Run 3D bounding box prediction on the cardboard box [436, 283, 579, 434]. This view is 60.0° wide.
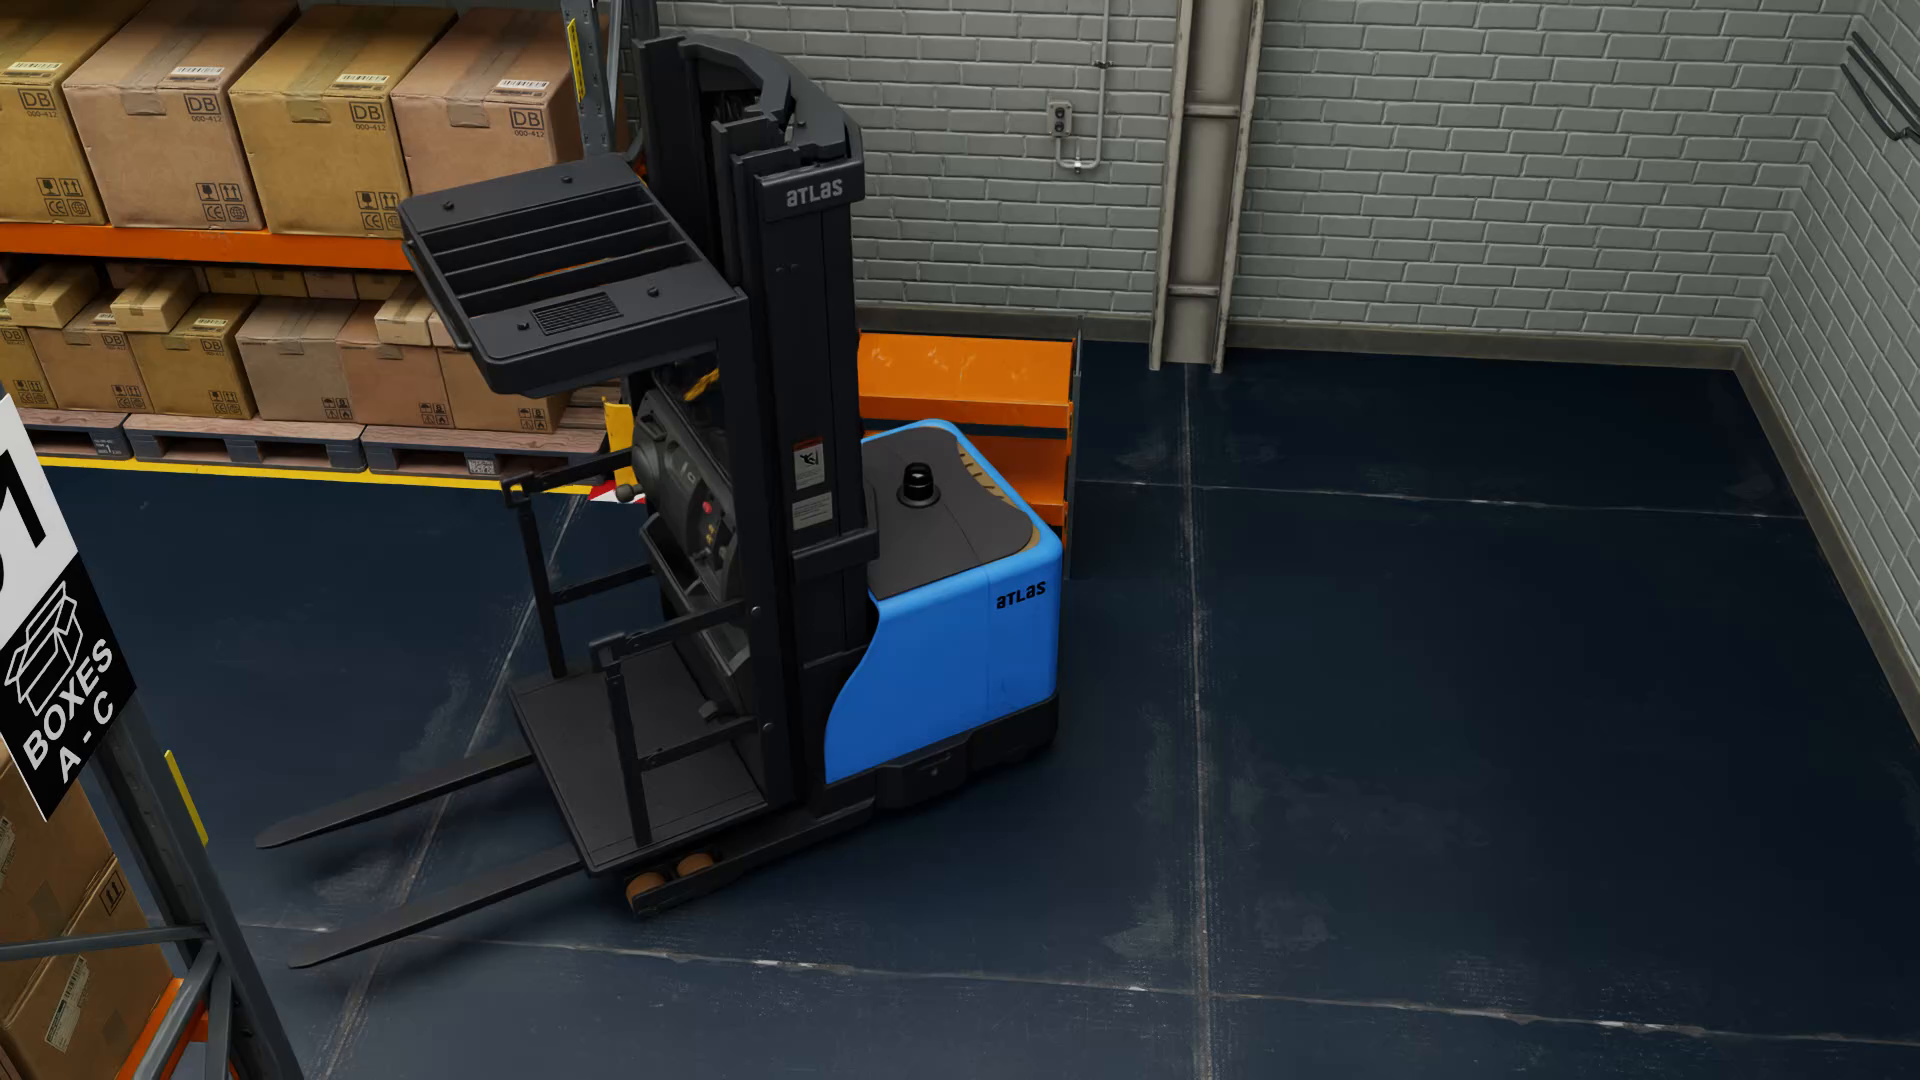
[{"bbox_3d":[-2.228,-0.948,8.357,0.500,0.500,0.700,3,39,4],"label":"cardboard box"}]

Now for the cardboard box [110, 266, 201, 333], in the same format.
[{"bbox_3d":[-3.925,-1.175,8.122,0.250,0.149,0.380,2,39,3],"label":"cardboard box"}]

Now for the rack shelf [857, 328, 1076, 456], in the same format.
[{"bbox_3d":[0.007,-0.663,7.380,1.000,0.278,0.538,3,39,4],"label":"rack shelf"}]

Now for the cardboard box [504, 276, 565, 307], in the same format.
[{"bbox_3d":[-2.086,-1.319,8.298,0.250,0.149,0.380,3,39,4],"label":"cardboard box"}]

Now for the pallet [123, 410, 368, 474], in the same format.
[{"bbox_3d":[-3.537,-0.760,8.687,1.213,0.211,1.003,3,39,4],"label":"pallet"}]

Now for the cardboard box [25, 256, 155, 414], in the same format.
[{"bbox_3d":[-4.271,-1.056,8.489,0.500,0.500,0.700,3,39,3],"label":"cardboard box"}]

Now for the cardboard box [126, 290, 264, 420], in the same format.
[{"bbox_3d":[-3.760,-1.027,8.453,0.500,0.500,0.700,4,39,5],"label":"cardboard box"}]

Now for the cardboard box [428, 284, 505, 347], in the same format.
[{"bbox_3d":[-2.372,-1.092,8.020,0.250,0.149,0.380,3,39,3],"label":"cardboard box"}]

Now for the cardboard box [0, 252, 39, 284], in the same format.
[{"bbox_3d":[-4.898,-1.470,8.484,0.250,0.149,0.380,3,39,4],"label":"cardboard box"}]

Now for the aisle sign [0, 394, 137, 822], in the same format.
[{"bbox_3d":[-1.852,0.147,3.304,0.004,0.787,0.394,3,39,4],"label":"aisle sign"}]

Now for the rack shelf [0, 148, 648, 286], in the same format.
[{"bbox_3d":[-3.515,-1.609,8.091,4.000,0.370,1.077,3,39,4],"label":"rack shelf"}]

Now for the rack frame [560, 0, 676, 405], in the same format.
[{"bbox_3d":[-1.522,-1.779,7.730,0.127,3.000,1.000,3,39,4],"label":"rack frame"}]

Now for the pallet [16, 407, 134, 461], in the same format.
[{"bbox_3d":[-4.756,-0.825,8.767,1.213,0.211,1.003,3,39,4],"label":"pallet"}]

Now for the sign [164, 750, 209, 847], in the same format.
[{"bbox_3d":[-1.899,0.659,4.049,0.005,0.325,0.100,3,39,4],"label":"sign"}]

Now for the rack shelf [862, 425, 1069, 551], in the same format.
[{"bbox_3d":[0.007,-0.246,7.719,1.000,0.278,0.538,3,39,4],"label":"rack shelf"}]

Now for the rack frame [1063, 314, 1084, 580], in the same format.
[{"bbox_3d":[0.513,-0.408,7.531,0.032,1.125,0.500,3,39,4],"label":"rack frame"}]

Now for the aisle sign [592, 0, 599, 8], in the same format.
[{"bbox_3d":[-1.476,-2.595,6.673,0.004,0.787,0.394,3,39,4],"label":"aisle sign"}]

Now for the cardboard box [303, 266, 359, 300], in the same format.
[{"bbox_3d":[-3.094,-1.373,8.365,0.250,0.149,0.380,4,39,4],"label":"cardboard box"}]

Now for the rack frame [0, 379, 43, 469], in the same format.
[{"bbox_3d":[-1.946,-0.990,2.009,0.127,3.000,1.000,3,39,4],"label":"rack frame"}]

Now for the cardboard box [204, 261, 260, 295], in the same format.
[{"bbox_3d":[-3.602,-1.401,8.399,0.250,0.149,0.380,2,39,3],"label":"cardboard box"}]

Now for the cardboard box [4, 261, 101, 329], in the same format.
[{"bbox_3d":[-4.445,-1.204,8.157,0.250,0.149,0.380,4,39,5],"label":"cardboard box"}]

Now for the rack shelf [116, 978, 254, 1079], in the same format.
[{"bbox_3d":[-3.938,1.506,4.264,4.000,0.370,1.077,3,39,4],"label":"rack shelf"}]

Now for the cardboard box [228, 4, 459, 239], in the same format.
[{"bbox_3d":[-2.757,-1.950,7.702,0.700,0.700,0.980,3,39,3],"label":"cardboard box"}]

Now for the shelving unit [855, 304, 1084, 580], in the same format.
[{"bbox_3d":[0.007,-0.436,7.565,1.048,1.125,0.538,3,39,4],"label":"shelving unit"}]

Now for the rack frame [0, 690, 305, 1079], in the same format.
[{"bbox_3d":[-1.946,1.336,3.903,0.127,3.000,1.000,3,39,4],"label":"rack frame"}]

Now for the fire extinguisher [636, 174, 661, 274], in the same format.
[{"bbox_3d":[-1.412,-1.306,7.506,0.183,0.674,0.296,3,39,4],"label":"fire extinguisher"}]

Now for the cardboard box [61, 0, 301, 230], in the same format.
[{"bbox_3d":[-3.516,-1.997,7.760,0.700,0.700,0.980,1,39,2],"label":"cardboard box"}]

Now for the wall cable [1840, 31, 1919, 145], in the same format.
[{"bbox_3d":[4.082,-2.369,6.162,0.112,2.526,3.097,3,39,4],"label":"wall cable"}]

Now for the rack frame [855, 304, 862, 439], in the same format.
[{"bbox_3d":[-0.500,-0.464,7.599,0.032,1.125,0.500,3,39,4],"label":"rack frame"}]

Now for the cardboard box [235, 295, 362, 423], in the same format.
[{"bbox_3d":[-3.228,-1.002,8.423,0.500,0.500,0.700,2,39,2],"label":"cardboard box"}]

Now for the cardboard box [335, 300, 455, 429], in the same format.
[{"bbox_3d":[-2.727,-0.975,8.390,0.500,0.500,0.700,3,39,4],"label":"cardboard box"}]

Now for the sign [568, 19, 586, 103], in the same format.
[{"bbox_3d":[-1.583,-1.980,6.872,0.005,0.325,0.100,3,39,4],"label":"sign"}]

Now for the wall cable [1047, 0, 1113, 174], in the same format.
[{"bbox_3d":[-0.165,-2.699,8.055,1.851,1.984,0.084,3,39,4],"label":"wall cable"}]

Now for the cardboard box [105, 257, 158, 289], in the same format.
[{"bbox_3d":[-4.111,-1.428,8.433,0.250,0.149,0.380,2,39,2],"label":"cardboard box"}]

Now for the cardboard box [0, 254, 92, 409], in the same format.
[{"bbox_3d":[-4.771,-1.086,8.525,0.500,0.500,0.700,4,39,4],"label":"cardboard box"}]

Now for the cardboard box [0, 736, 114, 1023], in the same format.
[{"bbox_3d":[-2.365,0.720,3.789,0.500,0.500,0.500,4,39,5],"label":"cardboard box"}]

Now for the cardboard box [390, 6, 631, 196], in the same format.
[{"bbox_3d":[-2.031,-1.917,7.662,0.700,0.700,0.980,5,39,6],"label":"cardboard box"}]

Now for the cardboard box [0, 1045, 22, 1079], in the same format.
[{"bbox_3d":[-2.415,1.444,3.691,0.500,0.500,0.500,4,39,5],"label":"cardboard box"}]

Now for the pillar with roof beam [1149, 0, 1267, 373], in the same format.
[{"bbox_3d":[0.871,-1.796,2.998,0.400,9.000,9.100,3,39,4],"label":"pillar with roof beam"}]

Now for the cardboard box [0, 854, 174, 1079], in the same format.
[{"bbox_3d":[-2.365,1.107,4.105,0.500,0.500,0.500,4,39,5],"label":"cardboard box"}]

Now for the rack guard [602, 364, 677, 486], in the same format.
[{"bbox_3d":[-1.498,-0.809,8.518,0.348,0.500,1.175,3,39,4],"label":"rack guard"}]

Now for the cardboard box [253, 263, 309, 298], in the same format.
[{"bbox_3d":[-3.349,-1.387,8.381,0.250,0.149,0.380,4,39,4],"label":"cardboard box"}]

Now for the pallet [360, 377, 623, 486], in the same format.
[{"bbox_3d":[-2.325,-0.692,8.604,1.213,0.211,1.003,3,39,4],"label":"pallet"}]

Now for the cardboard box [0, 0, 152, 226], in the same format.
[{"bbox_3d":[-4.241,-2.031,7.801,0.700,0.700,0.980,2,39,3],"label":"cardboard box"}]

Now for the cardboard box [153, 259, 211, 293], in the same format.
[{"bbox_3d":[-3.859,-1.414,8.415,0.250,0.149,0.380,4,39,4],"label":"cardboard box"}]

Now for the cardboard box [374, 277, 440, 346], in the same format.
[{"bbox_3d":[-2.626,-1.106,8.036,0.250,0.149,0.380,4,39,5],"label":"cardboard box"}]

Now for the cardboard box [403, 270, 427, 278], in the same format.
[{"bbox_3d":[-2.591,-1.346,8.331,0.250,0.149,0.380,3,39,4],"label":"cardboard box"}]

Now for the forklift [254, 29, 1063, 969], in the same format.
[{"bbox_3d":[-1.143,-0.120,5.746,3.031,2.935,1.130,-19,43,-22],"label":"forklift"}]

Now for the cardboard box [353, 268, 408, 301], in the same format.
[{"bbox_3d":[-2.840,-1.360,8.348,0.250,0.149,0.380,3,39,4],"label":"cardboard box"}]
